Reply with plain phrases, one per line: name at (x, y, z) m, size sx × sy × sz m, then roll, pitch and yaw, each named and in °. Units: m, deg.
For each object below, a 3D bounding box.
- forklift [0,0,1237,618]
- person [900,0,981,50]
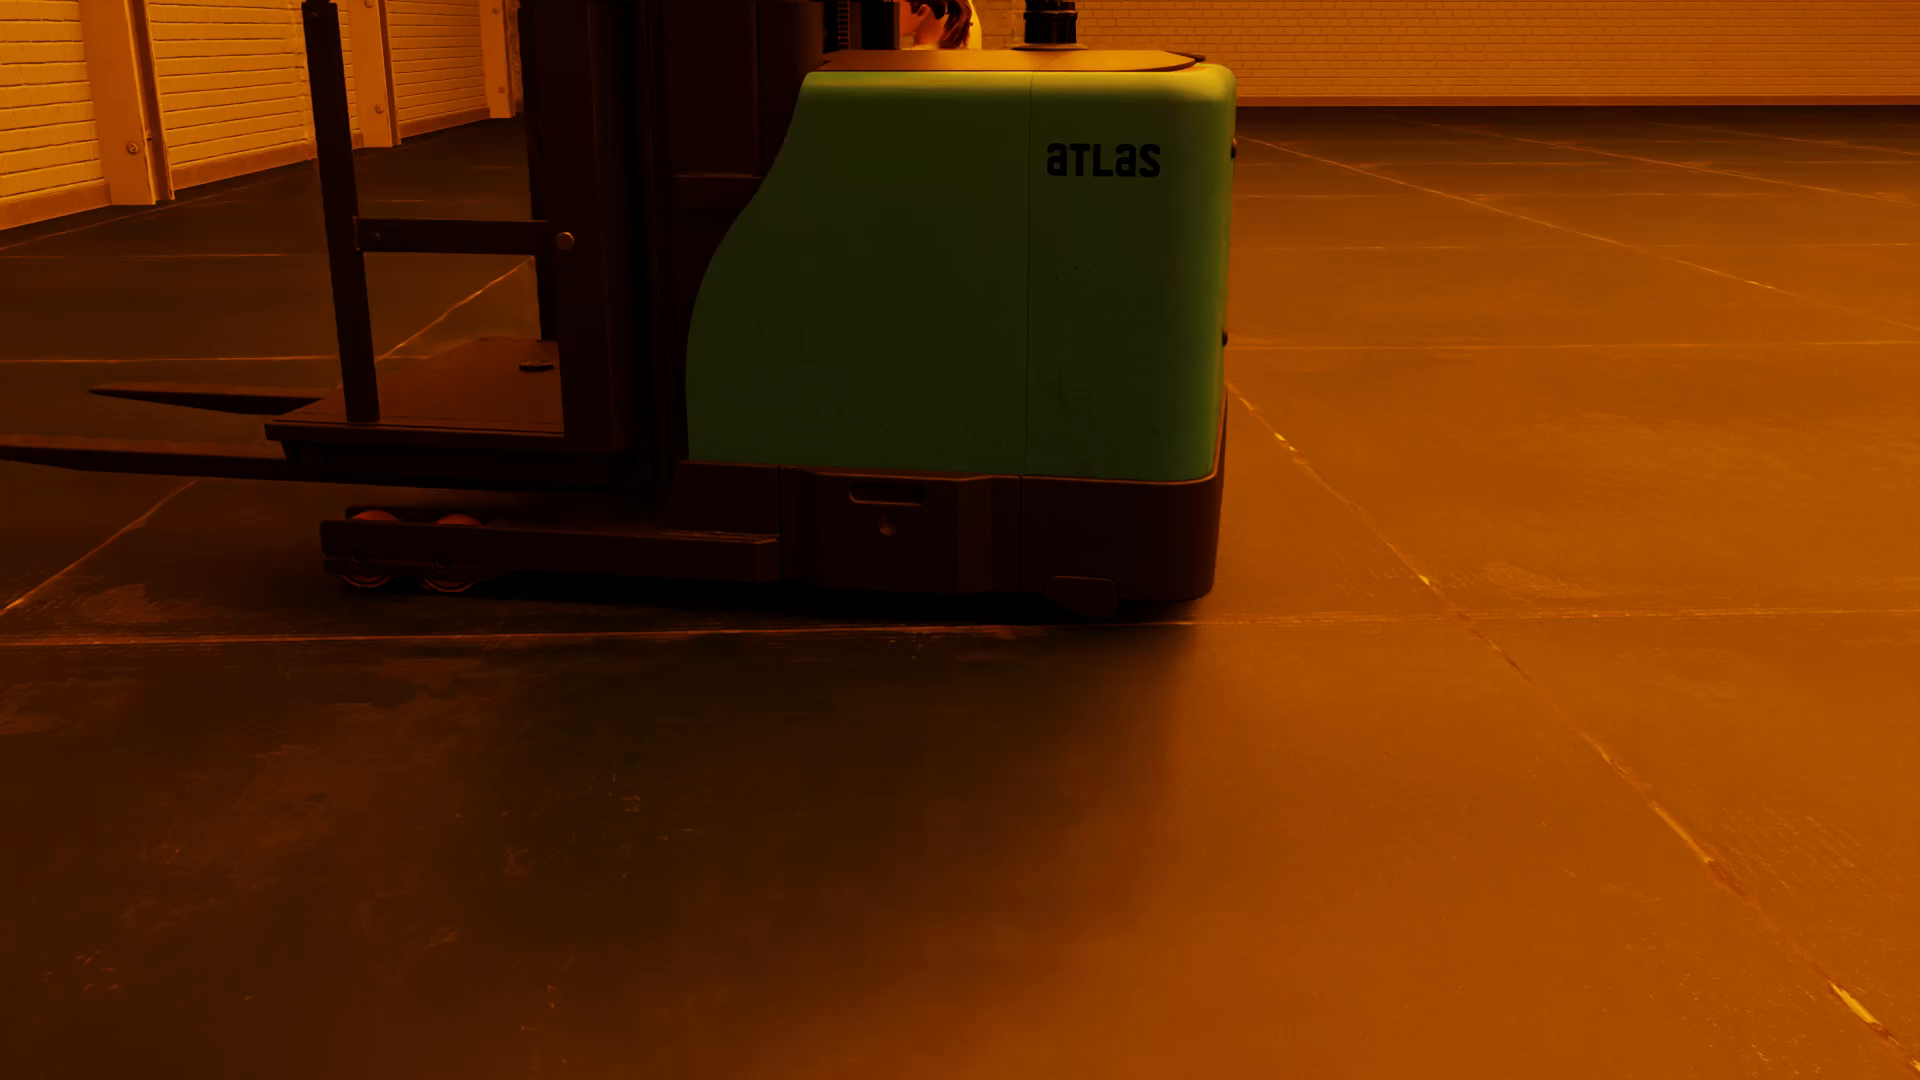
forklift at (-0.909, -1.436, 3.602) m, size 3.031 × 2.935 × 1.130 m, roll 3°, pitch 17°, yaw 10°
person at (-0.403, -1.181, 5.398) m, size 0.959 × 1.408 × 0.871 m, roll -6°, pitch 18°, yaw -20°
